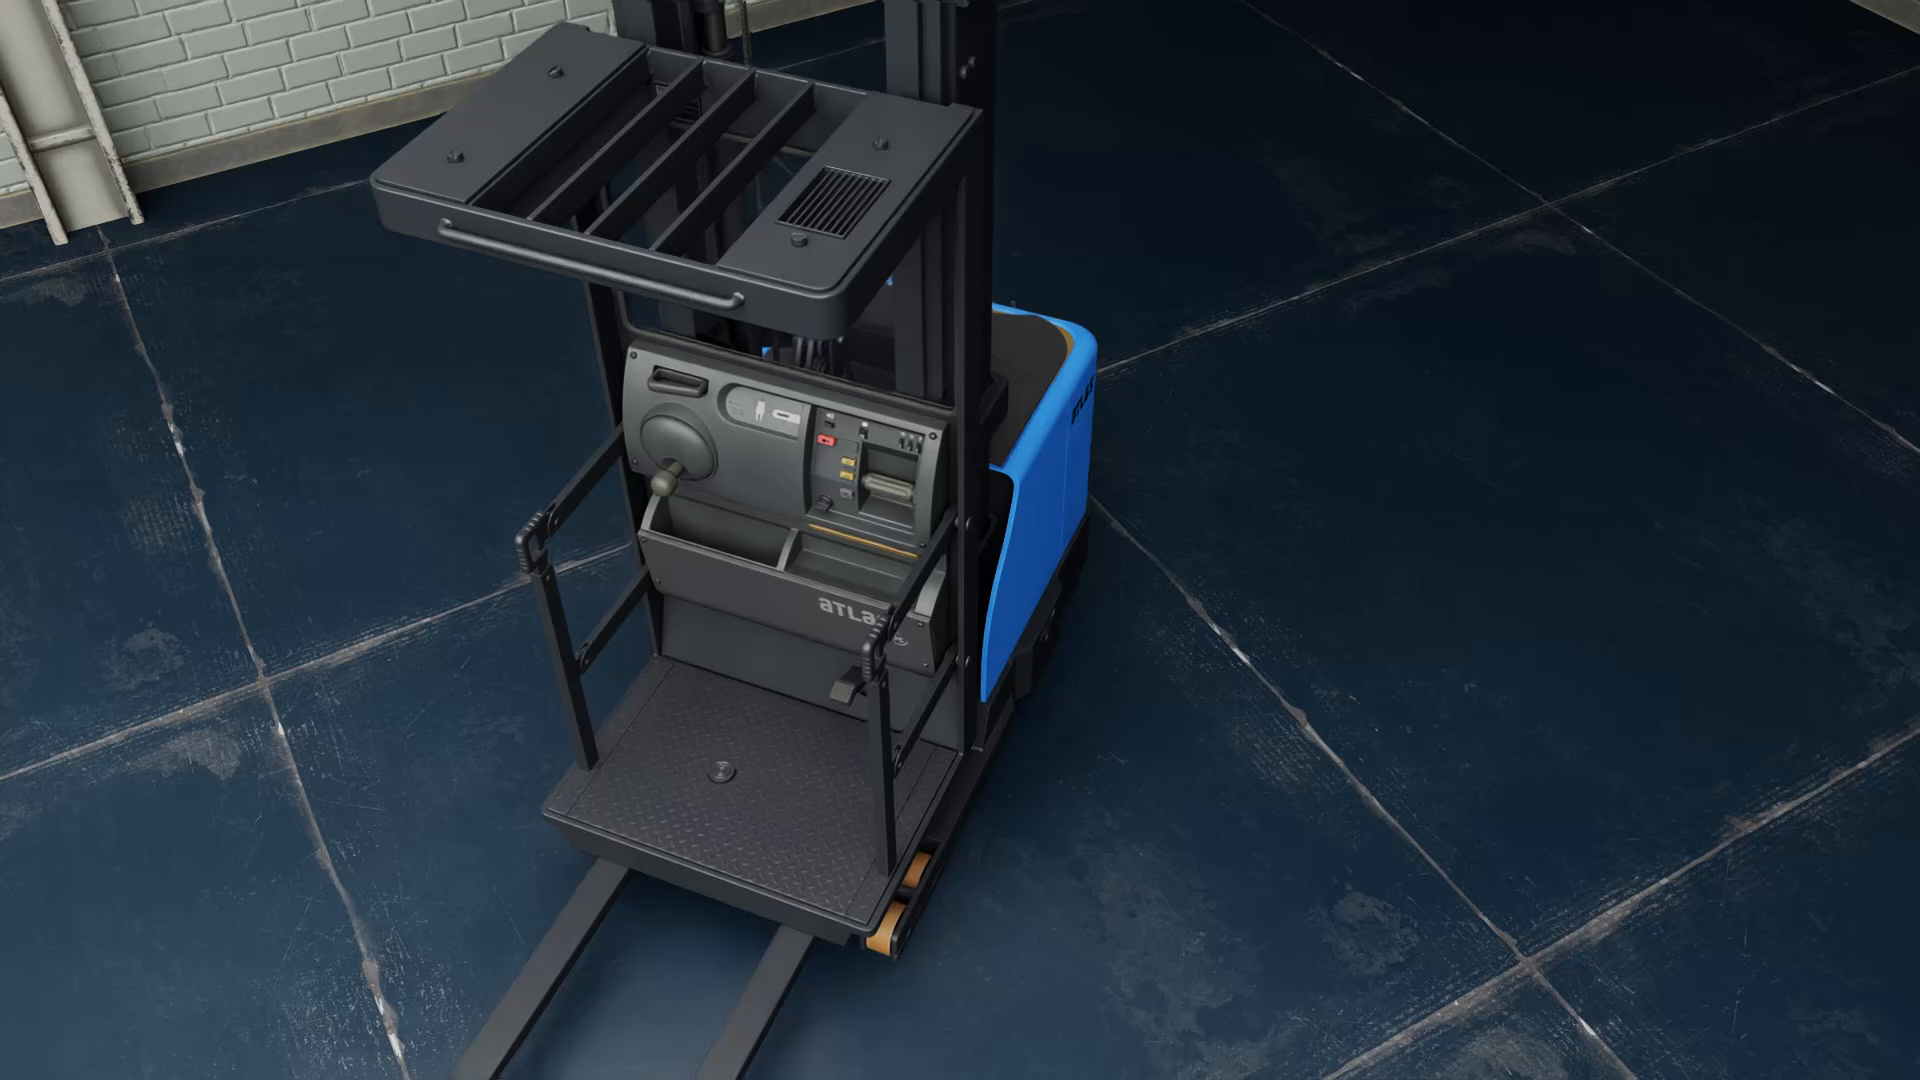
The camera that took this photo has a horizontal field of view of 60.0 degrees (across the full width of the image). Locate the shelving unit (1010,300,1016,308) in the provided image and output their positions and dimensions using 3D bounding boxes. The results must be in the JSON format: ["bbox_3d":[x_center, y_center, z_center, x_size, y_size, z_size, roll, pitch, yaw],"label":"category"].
[{"bbox_3d":[0.038,-0.500,6.119,0.258,0.900,0.210,27,50,25],"label":"shelving unit"}]

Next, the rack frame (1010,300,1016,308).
[{"bbox_3d":[0.098,-0.557,6.177,0.240,0.900,0.006,27,50,25],"label":"rack frame"}]

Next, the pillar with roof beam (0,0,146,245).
[{"bbox_3d":[-1.917,-2.144,1.998,0.400,9.000,9.100,-22,48,-21],"label":"pillar with roof beam"}]

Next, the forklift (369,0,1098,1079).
[{"bbox_3d":[-0.565,-0.155,4.306,1.130,2.935,3.031,16,46,16],"label":"forklift"}]
